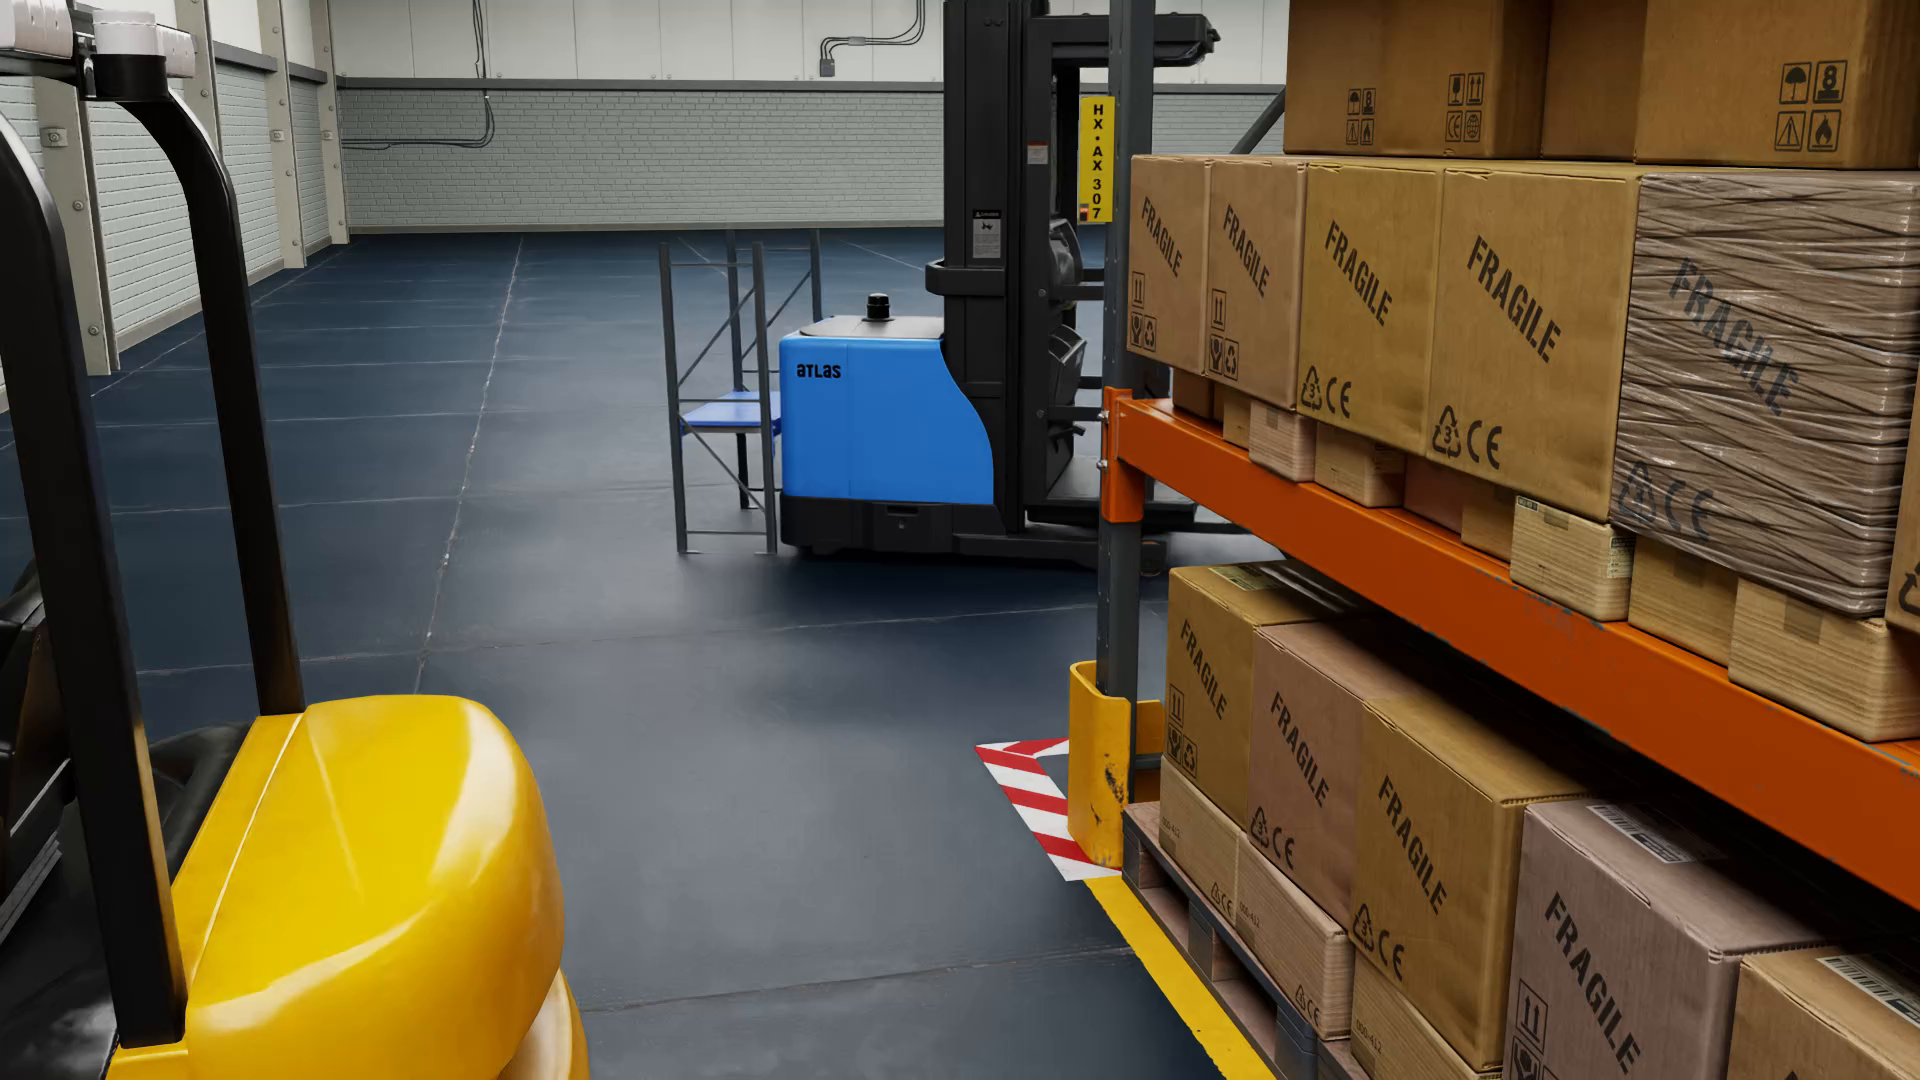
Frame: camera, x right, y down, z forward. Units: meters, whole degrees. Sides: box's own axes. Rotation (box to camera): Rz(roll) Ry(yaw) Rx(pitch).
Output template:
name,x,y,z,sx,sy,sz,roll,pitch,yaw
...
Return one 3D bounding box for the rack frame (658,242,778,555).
name,x,y,z,sx,sy,sz,roll,pitch,yaw
rack frame,-1.153,-0.663,7.957,0.500,1.500,0.032,1,14,10

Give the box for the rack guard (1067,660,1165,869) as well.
name,x,y,z,sx,sy,sz,roll,pitch,yaw
rack guard,0.913,0.609,4.882,1.175,0.500,0.348,-3,14,-13

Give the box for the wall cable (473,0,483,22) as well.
name,x,y,z,sx,sy,sz,roll,pitch,yaw
wall cable,-8.464,-11.819,33.744,3.097,2.526,0.112,-3,14,-13

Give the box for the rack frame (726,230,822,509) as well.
name,x,y,z,sx,sy,sz,roll,pitch,yaw
rack frame,-0.973,-0.901,8.929,0.500,1.500,0.032,1,14,10

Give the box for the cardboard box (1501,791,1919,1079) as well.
name,x,y,z,sx,sy,sz,roll,pitch,yaw
cardboard box,1.193,0.711,2.526,0.500,0.500,0.500,-3,14,-10

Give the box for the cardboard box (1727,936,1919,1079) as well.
name,x,y,z,sx,sy,sz,roll,pitch,yaw
cardboard box,1.314,0.828,2.045,0.500,0.500,0.500,-3,14,-12

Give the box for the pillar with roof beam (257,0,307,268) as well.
name,x,y,z,sx,sy,sz,roll,pitch,yaw
pillar with roof beam,-6.093,-8.826,25.590,9.100,9.000,0.400,-3,14,-13

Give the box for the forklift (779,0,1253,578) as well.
name,x,y,z,sx,sy,sz,roll,pitch,yaw
forklift,0.695,-1.387,7.927,3.031,2.935,1.130,3,14,10

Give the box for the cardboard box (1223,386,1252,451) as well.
name,x,y,z,sx,sy,sz,roll,pitch,yaw
cardboard box,0.830,-0.288,3.815,0.380,0.149,0.250,-4,14,-15

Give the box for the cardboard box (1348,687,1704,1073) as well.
name,x,y,z,sx,sy,sz,roll,pitch,yaw
cardboard box,1.059,0.588,3.029,0.500,0.500,0.500,-3,14,-12

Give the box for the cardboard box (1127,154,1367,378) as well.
name,x,y,z,sx,sy,sz,roll,pitch,yaw
cardboard box,0.737,-0.691,4.099,0.500,0.500,0.500,-4,14,-14

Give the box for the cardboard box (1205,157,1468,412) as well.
name,x,y,z,sx,sy,sz,roll,pitch,yaw
cardboard box,0.861,-0.572,3.611,0.500,0.500,0.500,-3,14,-11

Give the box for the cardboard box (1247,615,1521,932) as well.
name,x,y,z,sx,sy,sz,roll,pitch,yaw
cardboard box,0.949,0.472,3.505,0.500,0.500,0.500,-4,14,-15

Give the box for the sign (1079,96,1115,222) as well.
name,x,y,z,sx,sy,sz,roll,pitch,yaw
sign,0.368,-1.013,4.430,0.100,0.325,0.005,-3,14,-13

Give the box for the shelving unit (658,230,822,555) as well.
name,x,y,z,sx,sy,sz,roll,pitch,yaw
shelving unit,-1.063,-0.782,8.443,0.538,1.500,1.048,1,14,10

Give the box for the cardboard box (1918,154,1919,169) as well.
name,x,y,z,sx,sy,sz,roll,pitch,yaw
cardboard box,1.752,-0.729,2.147,0.700,0.500,0.500,-4,14,-14

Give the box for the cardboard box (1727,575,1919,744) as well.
name,x,y,z,sx,sy,sz,roll,pitch,yaw
cardboard box,1.221,0.130,2.102,0.380,0.149,0.250,-3,14,-14

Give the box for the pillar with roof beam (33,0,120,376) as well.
name,x,y,z,sx,sy,sz,roll,pitch,yaw
pillar with roof beam,-3.275,-6.057,14.259,9.100,9.000,0.400,-3,14,-13

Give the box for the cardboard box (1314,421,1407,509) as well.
name,x,y,z,sx,sy,sz,roll,pitch,yaw
cardboard box,0.939,-0.169,3.328,0.380,0.149,0.250,-3,14,-12

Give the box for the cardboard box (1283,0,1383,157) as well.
name,x,y,z,sx,sy,sz,roll,pitch,yaw
cardboard box,1.227,-1.196,4.059,0.700,0.500,0.500,-4,14,-15

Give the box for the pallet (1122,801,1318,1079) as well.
name,x,y,z,sx,sy,sz,roll,pitch,yaw
pallet,1.069,0.938,4.141,1.003,0.211,1.213,-3,14,-13

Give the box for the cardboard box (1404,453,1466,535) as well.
name,x,y,z,sx,sy,sz,roll,pitch,yaw
cardboard box,1.059,-0.111,3.092,0.380,0.149,0.250,-3,14,-11

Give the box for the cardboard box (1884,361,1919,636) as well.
name,x,y,z,sx,sy,sz,roll,pitch,yaw
cardboard box,1.361,-0.100,1.680,0.500,0.500,0.500,-3,14,-11

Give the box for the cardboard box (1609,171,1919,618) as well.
name,x,y,z,sx,sy,sz,roll,pitch,yaw
cardboard box,1.235,-0.220,2.169,0.500,0.500,0.500,-3,14,-12

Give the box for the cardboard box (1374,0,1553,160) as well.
name,x,y,z,sx,sy,sz,roll,pitch,yaw
cardboard box,1.339,-1.079,3.579,0.700,0.500,0.500,-3,14,-13

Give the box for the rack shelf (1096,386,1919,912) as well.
name,x,y,z,sx,sy,sz,roll,pitch,yaw
rack shelf,1.365,0.188,2.854,1.077,0.370,4.000,-3,14,-13

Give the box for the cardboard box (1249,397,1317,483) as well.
name,x,y,z,sx,sy,sz,roll,pitch,yaw
cardboard box,0.845,-0.227,3.565,0.380,0.149,0.250,-3,14,-12

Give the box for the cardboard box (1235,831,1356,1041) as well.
name,x,y,z,sx,sy,sz,roll,pitch,yaw
cardboard box,0.928,0.828,3.625,0.500,0.250,0.500,-3,14,-11

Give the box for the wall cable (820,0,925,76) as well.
name,x,y,z,sx,sy,sz,roll,pitch,yaw
wall cable,-1.862,-12.901,35.105,2.305,6.003,0.169,-3,14,-13

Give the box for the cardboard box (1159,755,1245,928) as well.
name,x,y,z,sx,sy,sz,roll,pitch,yaw
cardboard box,0.816,0.710,4.109,0.500,0.250,0.500,-3,14,-14

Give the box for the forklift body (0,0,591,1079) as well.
name,x,y,z,sx,sy,sz,roll,pitch,yaw
forklift body,-1.710,0.403,2.247,2.313,2.155,1.214,-3,14,-13

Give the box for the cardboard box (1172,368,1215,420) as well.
name,x,y,z,sx,sy,sz,roll,pitch,yaw
cardboard box,0.774,-0.411,4.319,0.380,0.149,0.250,-3,14,-13

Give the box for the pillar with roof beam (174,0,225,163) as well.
name,x,y,z,sx,sy,sz,roll,pitch,yaw
pillar with roof beam,-4.684,-7.441,19.925,9.100,9.000,0.400,-3,14,-13

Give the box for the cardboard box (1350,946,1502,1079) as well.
name,x,y,z,sx,sy,sz,roll,pitch,yaw
cardboard box,1.069,0.954,3.113,0.500,0.250,0.500,-2,14,-9

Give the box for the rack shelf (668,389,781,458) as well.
name,x,y,z,sx,sy,sz,roll,pitch,yaw
rack shelf,-1.059,-0.607,8.485,0.538,0.185,1.000,1,14,10

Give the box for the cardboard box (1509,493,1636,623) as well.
name,x,y,z,sx,sy,sz,roll,pitch,yaw
cardboard box,1.094,0.012,2.585,0.380,0.149,0.250,-3,14,-13

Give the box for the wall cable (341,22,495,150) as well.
name,x,y,z,sx,sy,sz,roll,pitch,yaw
wall cable,-11.094,-9.215,33.726,3.097,2.526,0.112,-3,14,-13

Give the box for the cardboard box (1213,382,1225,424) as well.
name,x,y,z,sx,sy,sz,roll,pitch,yaw
cardboard box,0.847,-0.354,4.084,0.380,0.149,0.250,-3,14,-12

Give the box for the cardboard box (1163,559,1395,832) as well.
name,x,y,z,sx,sy,sz,roll,pitch,yaw
cardboard box,0.822,0.351,3.997,0.500,0.500,0.500,-4,14,-15

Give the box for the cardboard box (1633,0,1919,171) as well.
name,x,y,z,sx,sy,sz,roll,pitch,yaw
cardboard box,1.541,-0.844,2.618,0.700,0.500,0.500,-3,14,-14

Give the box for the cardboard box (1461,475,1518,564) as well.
name,x,y,z,sx,sy,sz,roll,pitch,yaw
cardboard box,1.092,-0.049,2.836,0.380,0.149,0.250,-4,14,-15

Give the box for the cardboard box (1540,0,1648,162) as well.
name,x,y,z,sx,sy,sz,roll,pitch,yaw
cardboard box,1.559,-0.967,3.121,0.700,0.500,0.500,-3,14,-14

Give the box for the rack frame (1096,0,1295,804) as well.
name,x,y,z,sx,sy,sz,roll,pitch,yaw
rack frame,0.895,-0.623,4.657,1.000,3.000,0.127,-3,14,-13

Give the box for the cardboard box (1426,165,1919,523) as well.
name,x,y,z,sx,sy,sz,roll,pitch,yaw
cardboard box,1.110,-0.338,2.652,0.500,0.500,0.500,-4,14,-14

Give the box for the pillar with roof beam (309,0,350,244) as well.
name,x,y,z,sx,sy,sz,roll,pitch,yaw
pillar with roof beam,-7.503,-10.210,31.256,9.100,9.000,0.400,-3,14,-13

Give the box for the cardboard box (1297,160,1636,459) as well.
name,x,y,z,sx,sy,sz,roll,pitch,yaw
cardboard box,0.982,-0.455,3.130,0.500,0.500,0.500,-4,14,-14

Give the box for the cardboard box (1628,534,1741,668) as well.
name,x,y,z,sx,sy,sz,roll,pitch,yaw
cardboard box,1.190,0.070,2.351,0.380,0.149,0.250,-4,14,-14

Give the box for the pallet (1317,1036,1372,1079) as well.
name,x,y,z,sx,sy,sz,roll,pitch,yaw
pallet,1.352,1.219,2.991,1.003,0.211,1.213,-3,14,-13
